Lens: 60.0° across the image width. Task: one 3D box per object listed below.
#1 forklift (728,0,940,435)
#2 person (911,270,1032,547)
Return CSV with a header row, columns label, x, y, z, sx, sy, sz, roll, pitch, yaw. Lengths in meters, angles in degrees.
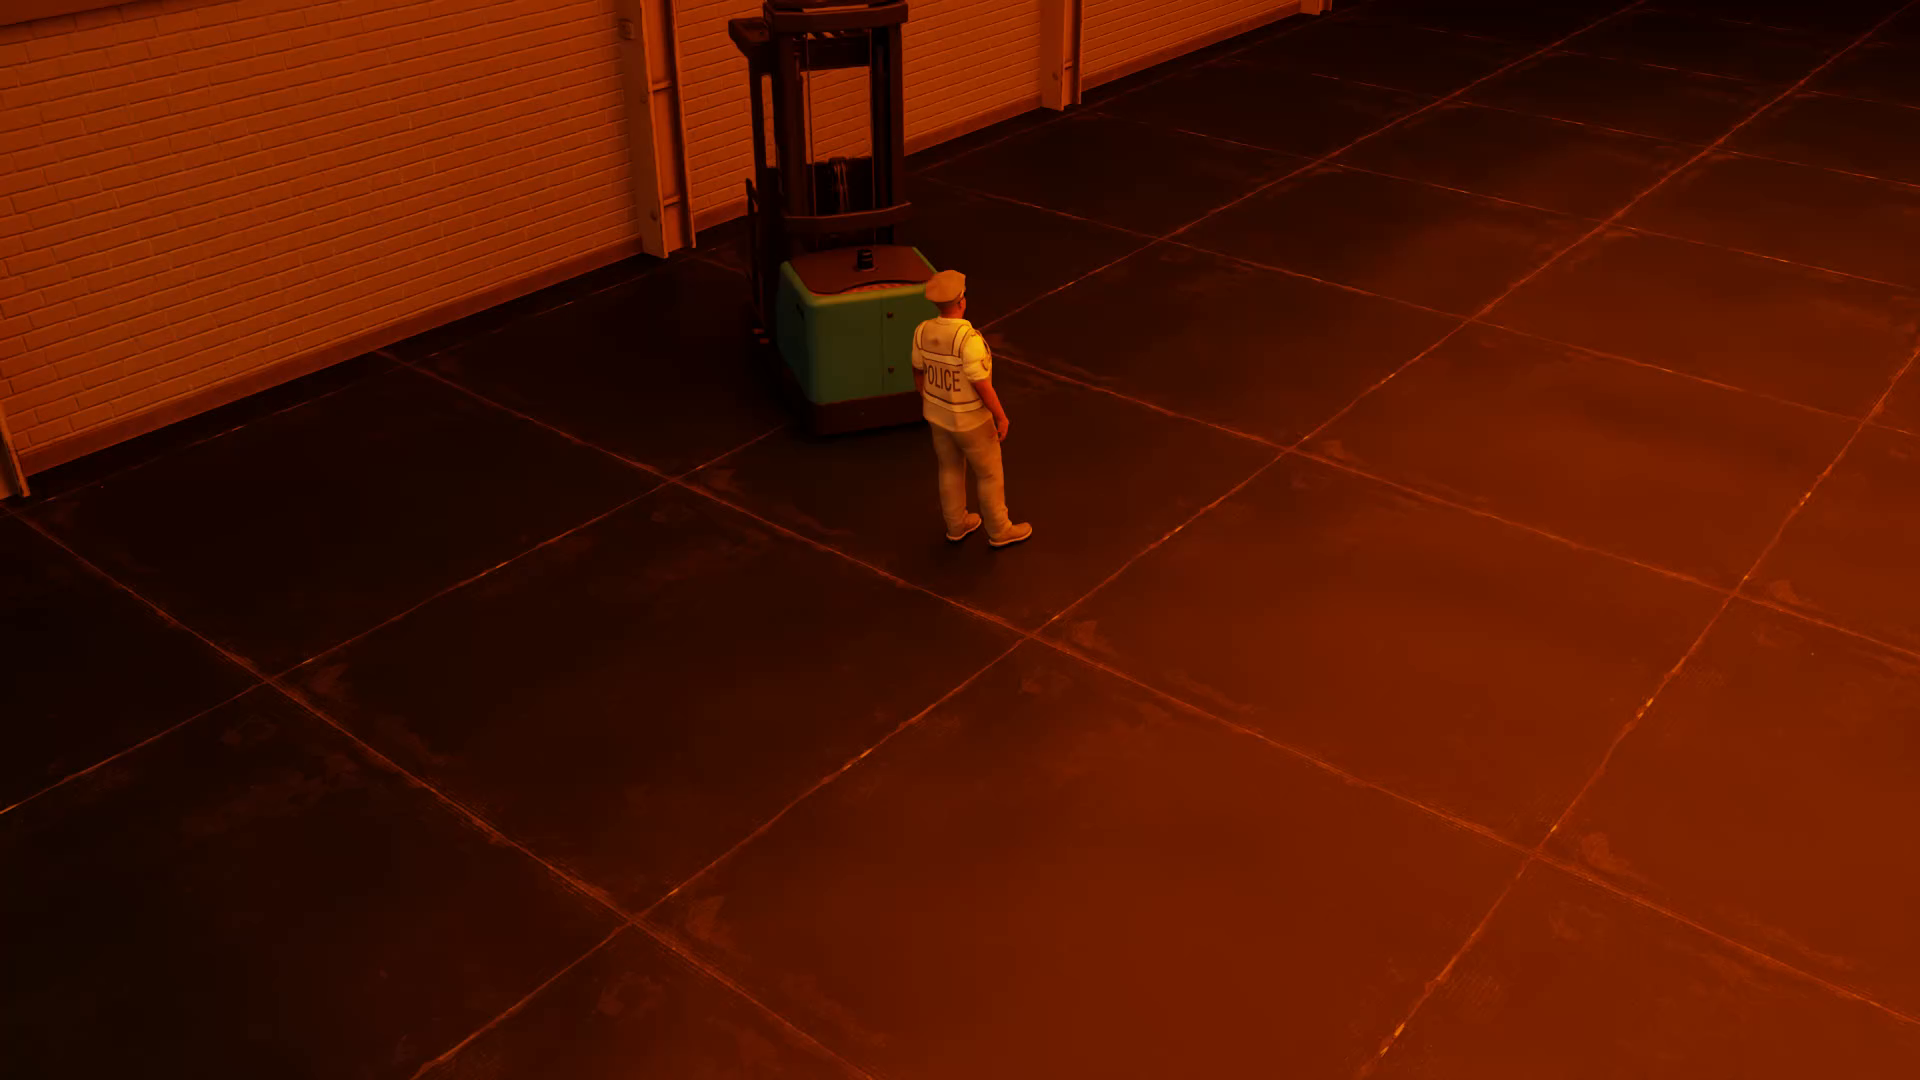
label,x,y,z,sx,sy,sz,roll,pitch,yaw
forklift,-1.018,-2.727,12.262,1.130,2.935,3.031,-10,32,-16
person,0.058,-0.802,10.092,0.640,1.781,0.575,22,37,33
